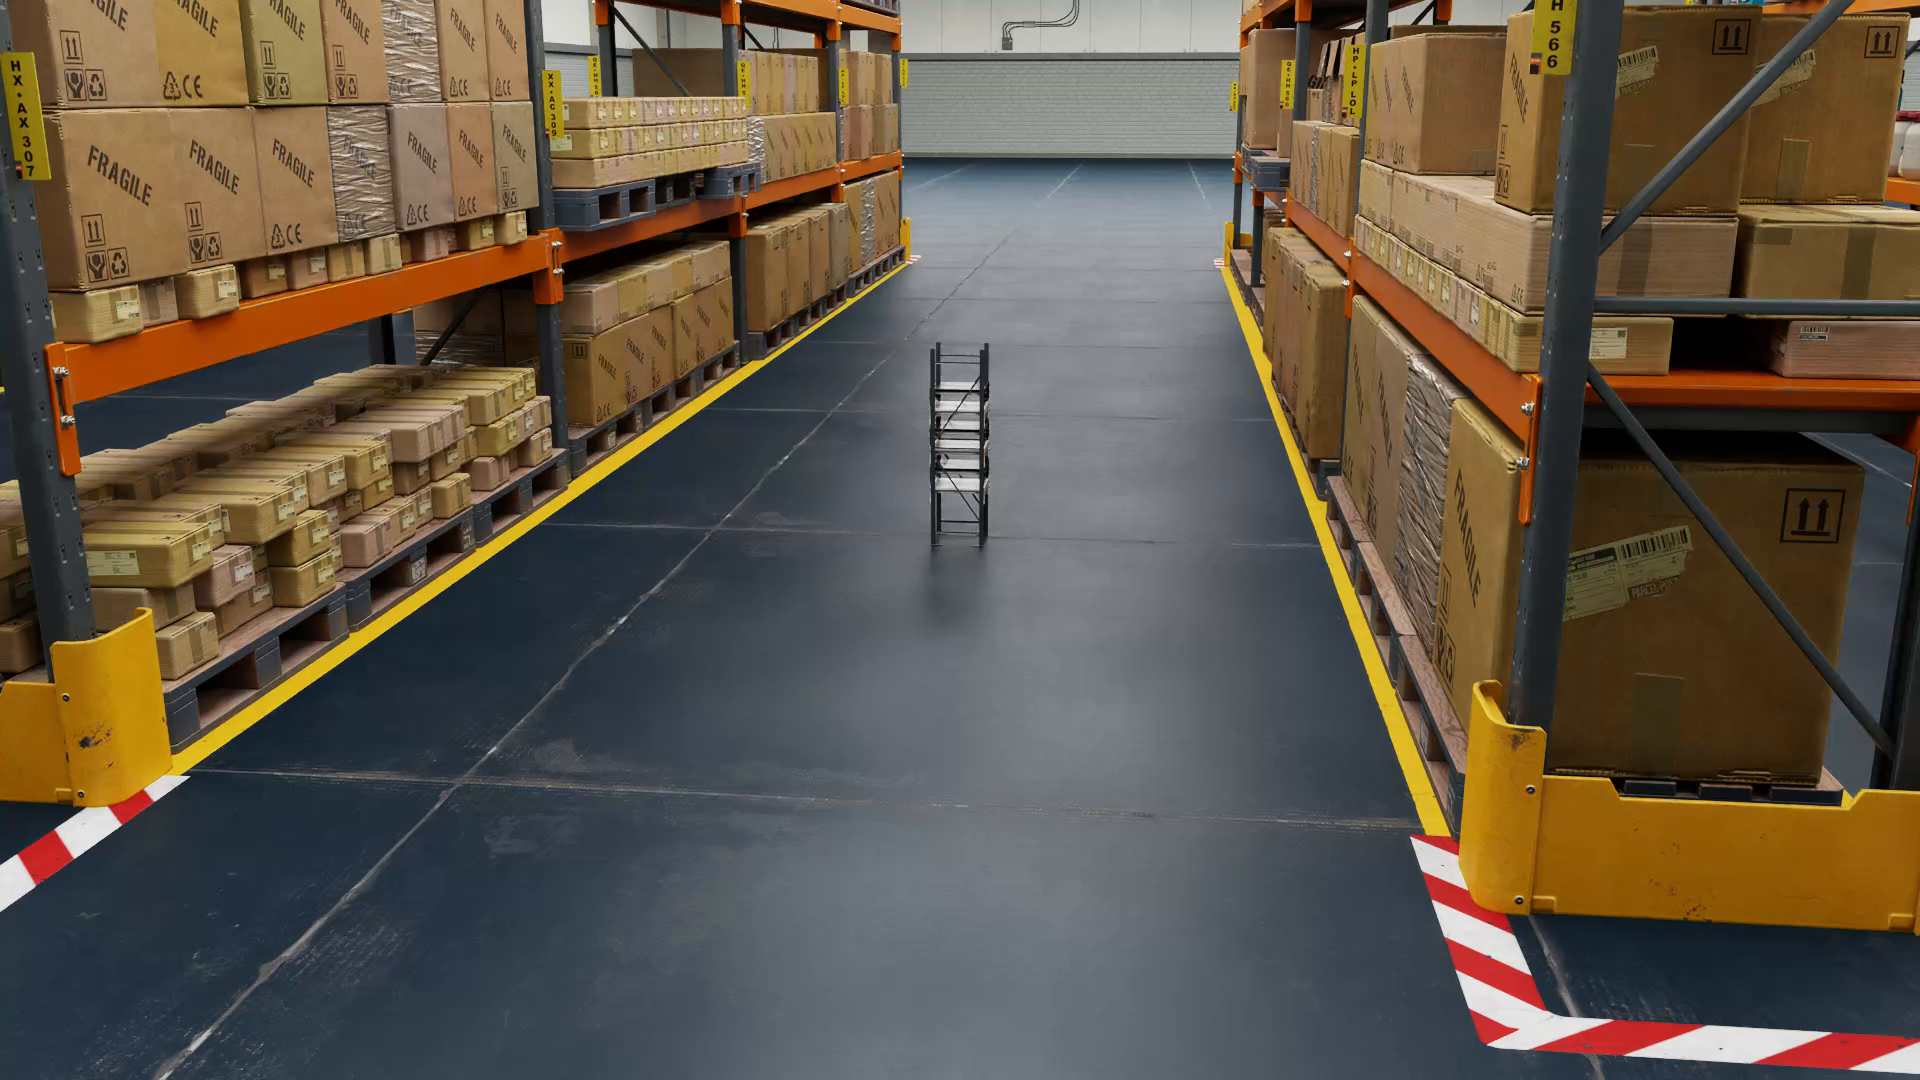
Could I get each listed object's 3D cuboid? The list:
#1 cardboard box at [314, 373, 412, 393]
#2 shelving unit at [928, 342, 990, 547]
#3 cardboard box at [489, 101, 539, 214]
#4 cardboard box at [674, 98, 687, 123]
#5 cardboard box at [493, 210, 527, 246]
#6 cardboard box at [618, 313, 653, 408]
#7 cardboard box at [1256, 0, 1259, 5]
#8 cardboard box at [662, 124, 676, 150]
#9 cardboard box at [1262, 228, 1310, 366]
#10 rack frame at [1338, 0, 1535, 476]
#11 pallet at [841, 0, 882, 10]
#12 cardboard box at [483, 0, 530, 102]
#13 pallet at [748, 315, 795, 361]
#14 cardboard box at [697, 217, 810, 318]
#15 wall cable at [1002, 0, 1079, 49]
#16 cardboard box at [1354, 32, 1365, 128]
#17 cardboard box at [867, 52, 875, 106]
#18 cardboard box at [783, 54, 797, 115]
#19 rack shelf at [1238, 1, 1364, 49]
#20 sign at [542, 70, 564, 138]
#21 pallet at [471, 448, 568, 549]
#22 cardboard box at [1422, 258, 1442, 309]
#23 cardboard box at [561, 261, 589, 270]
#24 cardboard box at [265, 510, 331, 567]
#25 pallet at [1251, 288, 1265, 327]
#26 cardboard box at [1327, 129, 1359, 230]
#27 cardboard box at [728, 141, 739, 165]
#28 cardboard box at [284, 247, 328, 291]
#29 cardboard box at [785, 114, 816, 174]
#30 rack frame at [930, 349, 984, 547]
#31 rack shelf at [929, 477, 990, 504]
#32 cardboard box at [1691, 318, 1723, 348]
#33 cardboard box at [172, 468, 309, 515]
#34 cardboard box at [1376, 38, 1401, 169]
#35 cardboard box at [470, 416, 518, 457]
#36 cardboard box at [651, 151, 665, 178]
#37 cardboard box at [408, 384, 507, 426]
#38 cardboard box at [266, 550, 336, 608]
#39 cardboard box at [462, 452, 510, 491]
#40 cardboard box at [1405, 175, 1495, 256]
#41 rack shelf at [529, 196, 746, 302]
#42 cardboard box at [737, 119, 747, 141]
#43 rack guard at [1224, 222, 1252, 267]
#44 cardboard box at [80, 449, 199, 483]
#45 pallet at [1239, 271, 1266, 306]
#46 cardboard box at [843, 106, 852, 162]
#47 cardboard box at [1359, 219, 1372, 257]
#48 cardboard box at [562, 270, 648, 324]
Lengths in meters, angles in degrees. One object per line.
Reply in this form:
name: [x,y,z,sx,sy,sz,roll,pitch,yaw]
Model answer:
cardboard box: [-2.892,-0.713,8.071,0.380,0.149,0.250,2,15,9]
shelving unit: [-0.001,-0.432,7.537,0.258,0.900,0.210,2,15,6]
cardboard box: [-2.331,-1.811,7.850,0.500,0.500,0.500,2,15,6]
cardboard box: [-1.884,-2.615,10.124,0.380,0.149,0.250,2,15,8]
cardboard box: [-2.278,-1.480,7.871,0.380,0.149,0.250,1,15,5]
cardboard box: [-2.152,-1.070,9.855,0.500,0.500,0.500,2,15,9]
cardboard box: [3.124,-5.292,16.026,0.500,0.250,0.500,2,15,8]
cardboard box: [-1.913,-2.407,9.922,0.380,0.149,0.250,1,15,5]
cardboard box: [2.712,-1.616,11.159,1.225,0.875,0.875,1,15,4]
rack frame: [2.360,-1.580,7.759,1.000,3.000,0.127,2,15,6]
pallet: [-1.412,-5.760,17.640,1.003,0.211,1.213,2,15,6]
cardboard box: [-2.342,-2.297,7.734,0.500,0.500,0.500,1,15,4]
pallet: [-1.942,-1.646,13.345,1.003,0.211,1.213,2,15,6]
cardboard box: [-1.853,-2.289,13.885,1.050,0.750,0.750,2,15,7]
wall cable: [2.423,-17.735,49.497,2.305,6.003,0.169,2,15,6]
cardboard box: [2.512,-2.456,8.886,0.797,0.503,0.637,2,15,7]
cardboard box: [-1.383,-4.935,17.812,0.875,0.550,0.500,2,15,6]
cardboard box: [-1.818,-3.965,14.471,0.700,0.500,0.500,2,15,7]
rack shelf: [3.488,-5.274,17.053,1.077,0.370,4.000,2,15,6]
sign: [-2.017,-2.156,8.232,0.100,0.325,0.005,2,15,6]
pallet: [-2.598,-0.231,8.112,1.003,0.211,1.213,2,15,6]
cardboard box: [1.764,-0.856,5.561,0.380,0.149,0.250,2,15,6]
cardboard box: [-2.608,-1.582,10.312,0.500,0.250,0.500,1,15,4]
cardboard box: [-2.531,-0.012,6.048,0.380,0.149,0.250,2,15,8]
pallet: [3.176,-2.107,15.050,1.003,0.211,1.213,2,15,6]
cardboard box: [2.204,-1.886,8.698,0.500,0.500,0.500,2,15,8]
cardboard box: [-1.735,-2.666,11.450,0.380,0.149,0.250,2,15,6]
cardboard box: [-2.571,-1.008,6.123,0.380,0.149,0.250,1,15,5]
cardboard box: [-1.562,-3.470,14.558,0.500,0.500,0.500,2,15,7]
rack frame: [-0.012,-0.406,7.439,0.240,0.900,0.006,2,15,6]
rack shelf: [-0.001,-0.226,7.592,0.258,0.077,0.200,2,15,6]
cardboard box: [2.332,-0.637,4.752,0.380,0.149,0.250,1,15,5]
cardboard box: [-2.599,-0.158,6.017,0.380,0.149,0.250,1,15,4]
cardboard box: [1.988,-1.769,6.739,0.500,0.500,0.500,2,15,6]
cardboard box: [-2.308,-0.491,7.818,0.380,0.149,0.250,1,15,4]
cardboard box: [-1.941,-2.190,9.693,0.380,0.149,0.250,1,15,4]
cardboard box: [-2.349,-0.634,7.778,0.380,0.149,0.250,2,15,6]
cardboard box: [-2.524,0.134,6.077,0.380,0.149,0.250,2,15,7]
cardboard box: [-2.341,-0.332,7.800,0.380,0.149,0.250,1,15,4]
cardboard box: [1.869,-1.146,5.872,0.500,0.250,0.500,2,15,6]
rack shelf: [-2.332,-1.924,10.409,1.077,0.370,4.000,2,15,6]
cardboard box: [-1.709,-2.873,11.649,0.380,0.149,0.250,2,15,7]
rack guard: [3.705,-3.466,19.523,1.175,0.500,0.348,2,15,6]
cardboard box: [-3.145,-0.244,6.337,0.380,0.149,0.250,2,15,8]
pallet: [3.303,-2.484,16.445,1.003,0.211,1.213,2,15,6]
cardboard box: [-1.585,-4.139,16.935,0.875,0.550,0.550,2,15,6]
cardboard box: [1.966,-1.324,7.293,0.380,0.149,0.250,1,15,4]
cardboard box: [-2.154,-1.433,9.761,0.500,0.250,0.500,2,15,8]
